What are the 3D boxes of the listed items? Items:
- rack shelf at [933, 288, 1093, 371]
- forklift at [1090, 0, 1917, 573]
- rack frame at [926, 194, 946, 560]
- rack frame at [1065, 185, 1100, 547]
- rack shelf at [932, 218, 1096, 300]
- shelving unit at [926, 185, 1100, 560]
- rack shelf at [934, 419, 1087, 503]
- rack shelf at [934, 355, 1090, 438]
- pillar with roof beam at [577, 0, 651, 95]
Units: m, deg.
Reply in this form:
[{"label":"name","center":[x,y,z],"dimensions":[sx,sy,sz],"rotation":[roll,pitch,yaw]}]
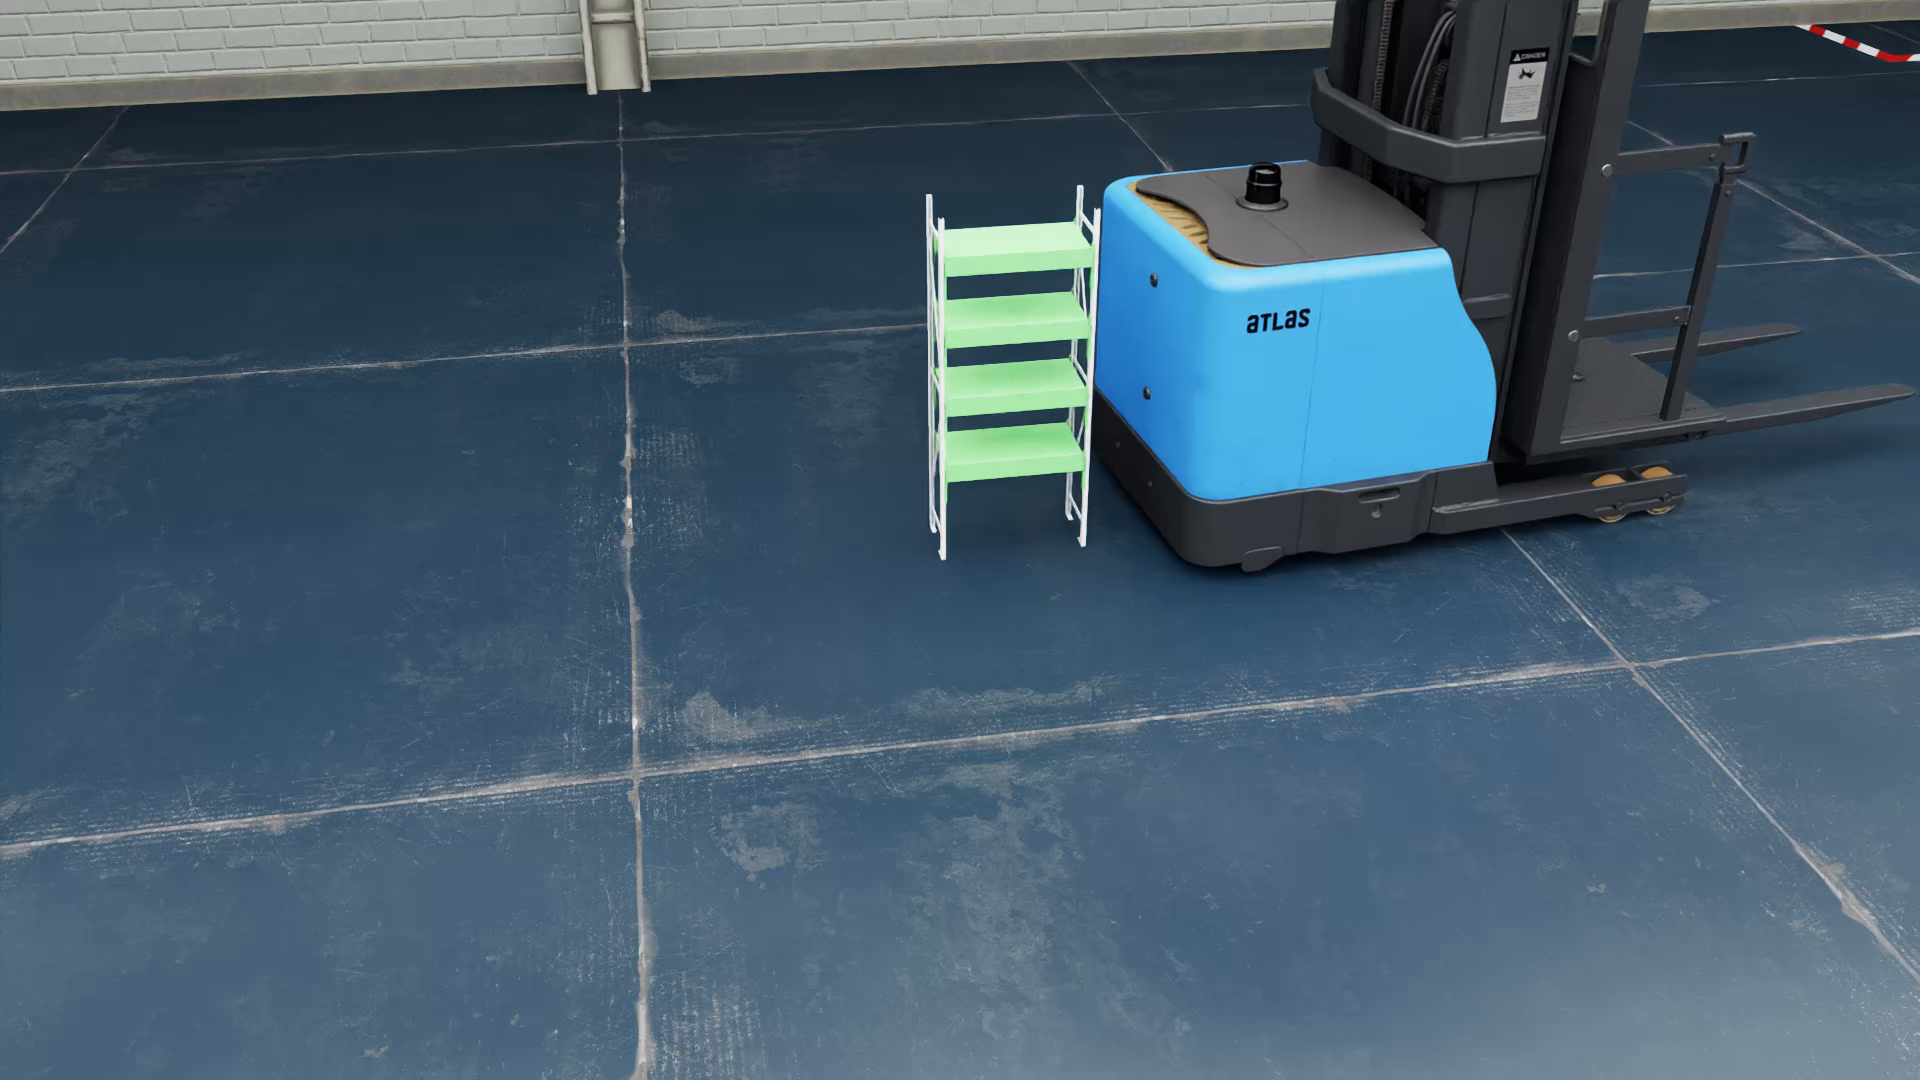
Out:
[{"label":"rack shelf","center":[0.163,-0.684,5.382],"dimensions":[0.480,0.148,0.258],"rotation":[-5,31,-9]},{"label":"forklift","center":[2.059,-1.573,5.533],"dimensions":[3.031,2.935,1.130],"rotation":[-9,32,-14]},{"label":"rack frame","center":[-0.077,-0.510,5.434],"dimensions":[0.015,1.200,0.240],"rotation":[-5,31,-9]},{"label":"rack frame","center":[0.403,-0.555,5.509],"dimensions":[0.015,1.200,0.240],"rotation":[-5,31,-9]},{"label":"rack shelf","center":[0.163,-0.891,5.261],"dimensions":[0.480,0.148,0.258],"rotation":[-5,31,-9]},{"label":"shelving unit","center":[0.163,-0.532,5.472],"dimensions":[0.503,1.200,0.258],"rotation":[-5,31,-9]},{"label":"rack shelf","center":[0.163,-0.270,5.626],"dimensions":[0.480,0.148,0.258],"rotation":[-5,31,-9]},{"label":"rack shelf","center":[0.163,-0.477,5.504],"dimensions":[0.480,0.148,0.258],"rotation":[-5,31,-9]},{"label":"pillar with roof beam","center":[-1.420,-4.657,4.792],"dimensions":[0.400,9.000,9.100],"rotation":[-5,31,-9]}]
